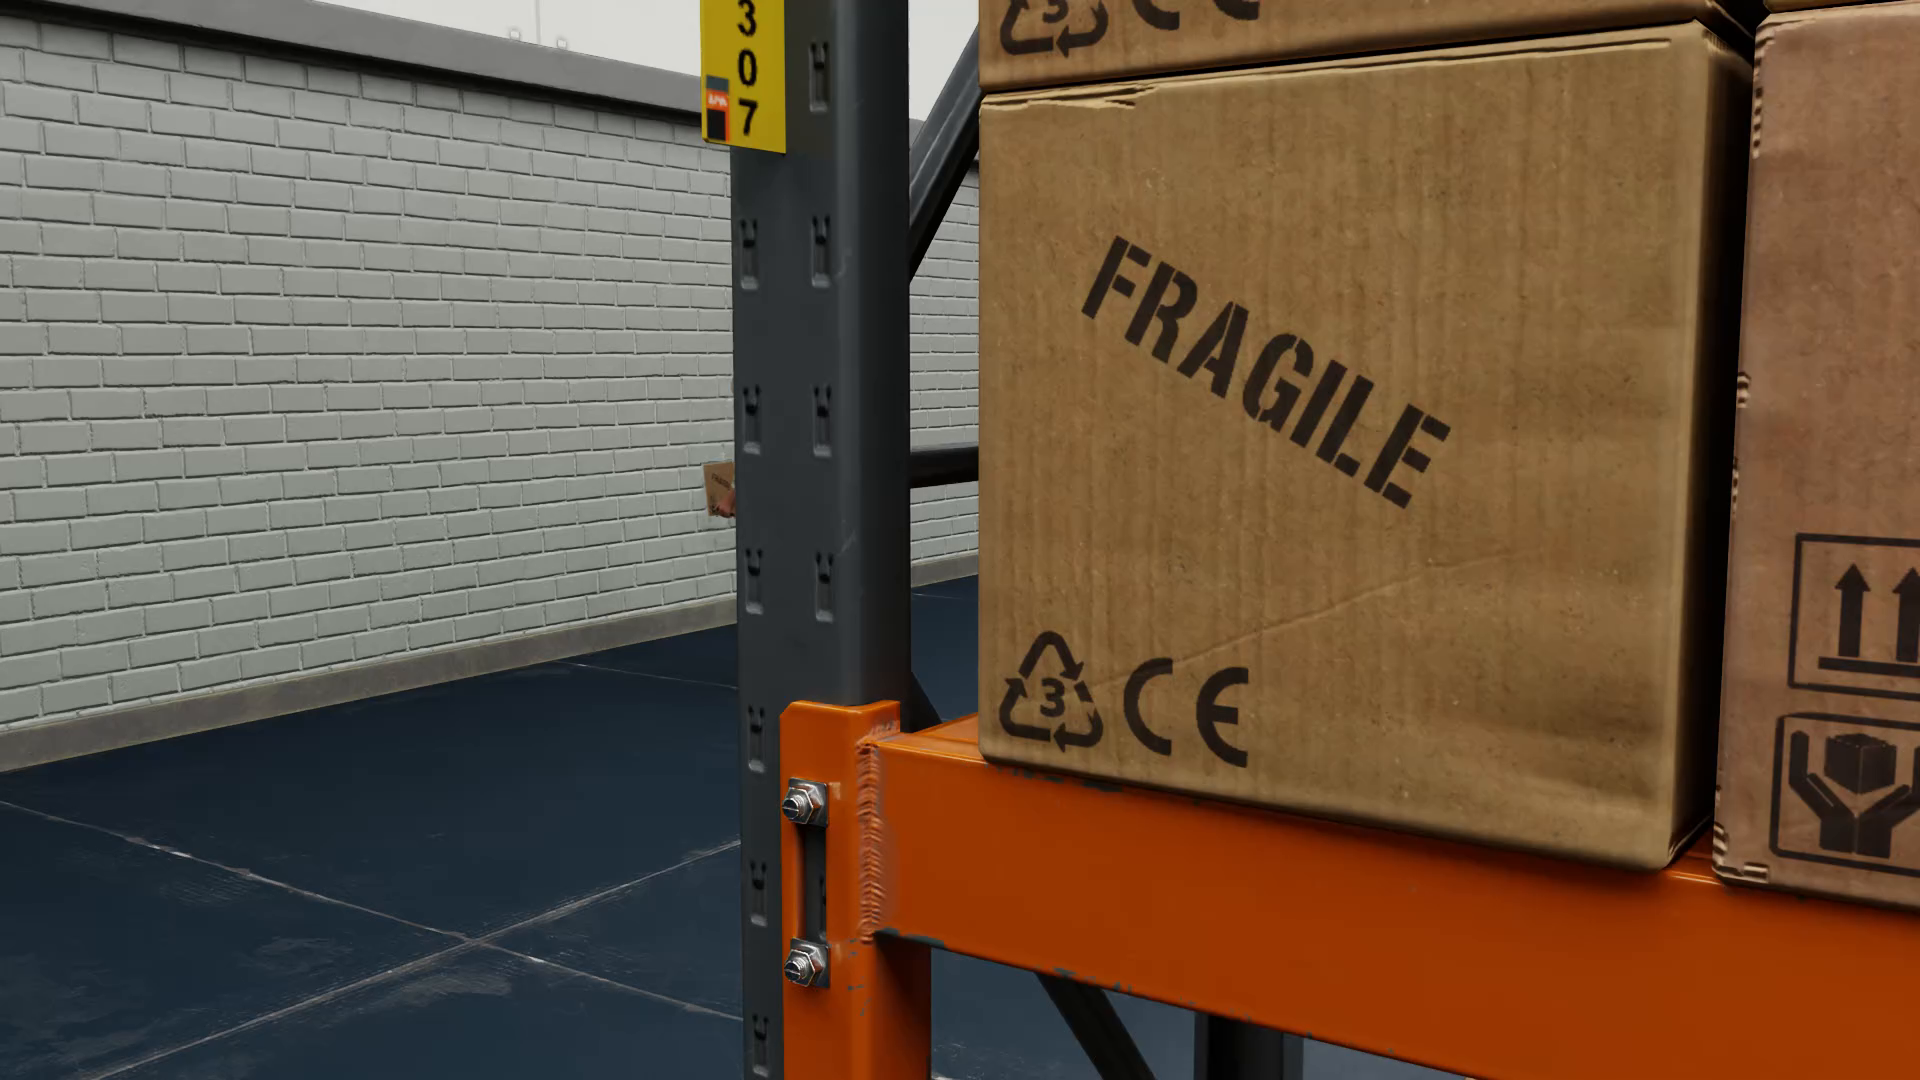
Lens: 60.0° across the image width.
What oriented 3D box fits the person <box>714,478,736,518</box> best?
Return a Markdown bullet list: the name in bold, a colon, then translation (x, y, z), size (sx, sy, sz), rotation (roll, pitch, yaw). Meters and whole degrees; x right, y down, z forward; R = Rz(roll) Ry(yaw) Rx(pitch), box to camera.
- **person**: translation (-0.904, -0.085, 7.954), size (0.492, 1.598, 0.396), rotation (4, 8, 33)
